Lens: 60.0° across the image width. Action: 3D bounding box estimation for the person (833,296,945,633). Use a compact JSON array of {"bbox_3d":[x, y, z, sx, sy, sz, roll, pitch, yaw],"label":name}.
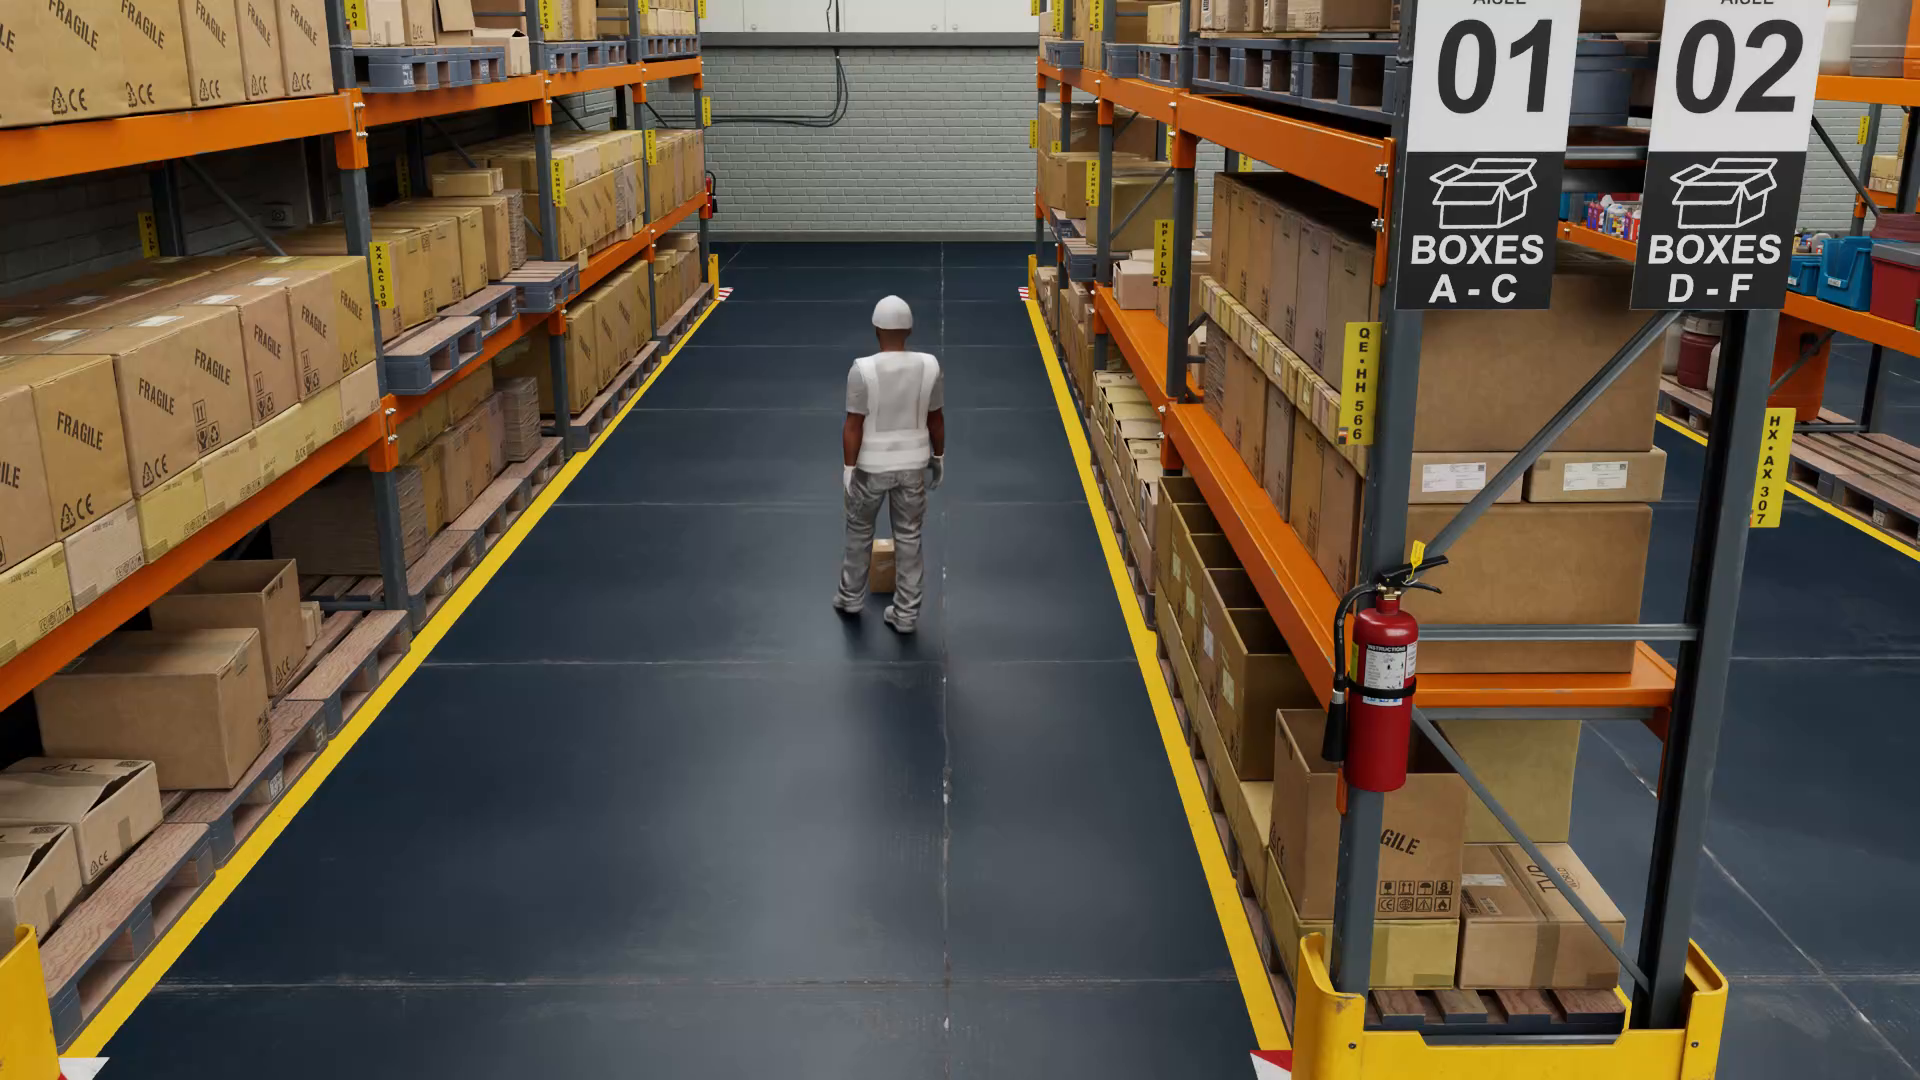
[{"bbox_3d":[-0.398,-0.438,8.908,0.578,1.778,0.653,-5,18,-17],"label":"person"}]
